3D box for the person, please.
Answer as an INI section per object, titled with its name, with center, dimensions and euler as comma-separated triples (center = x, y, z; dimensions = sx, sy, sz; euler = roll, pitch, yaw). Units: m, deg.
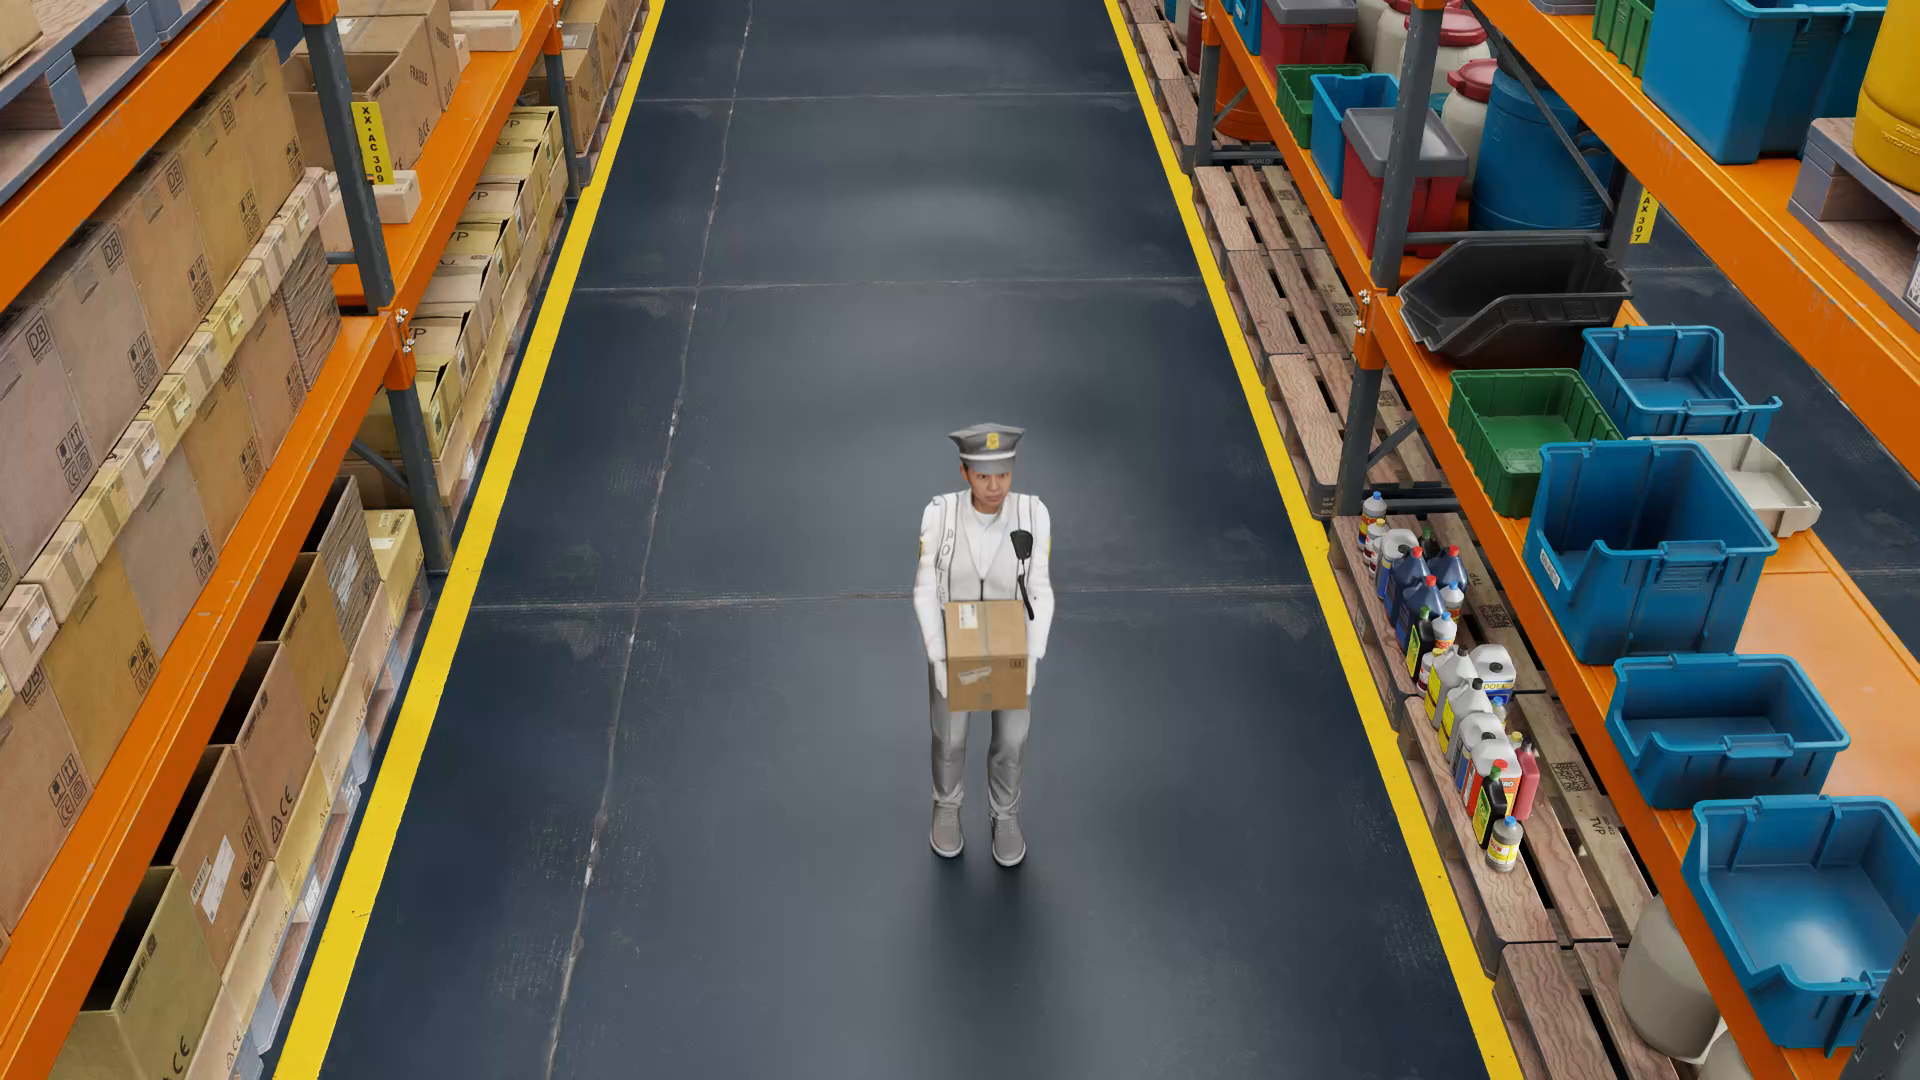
[person]
center = 0.079, 0.388, 5.577
dimensions = 0.461, 1.687, 0.555
euler = -1, 35, -2
